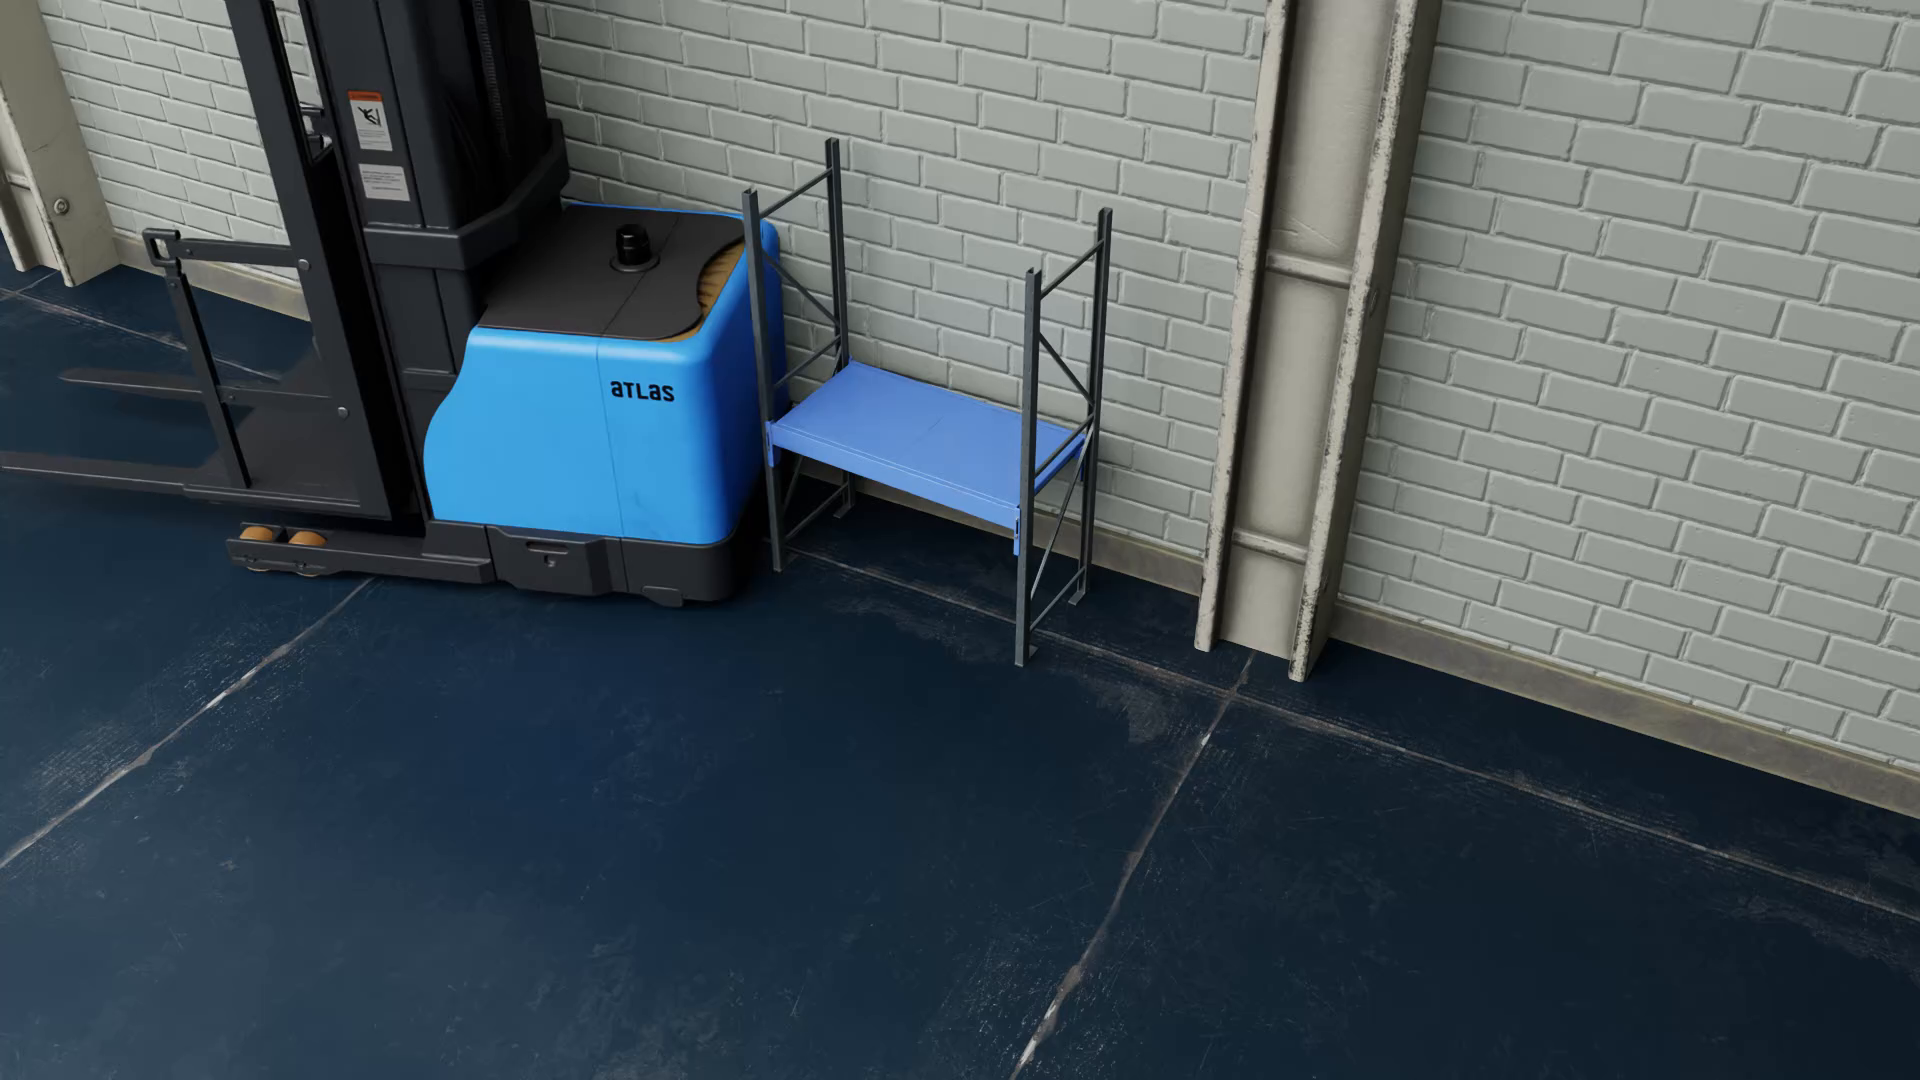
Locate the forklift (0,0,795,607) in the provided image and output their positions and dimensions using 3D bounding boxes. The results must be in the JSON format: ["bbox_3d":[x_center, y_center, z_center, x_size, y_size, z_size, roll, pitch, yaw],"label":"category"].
[{"bbox_3d":[-2.210,-1.342,5.593,3.031,2.935,1.130,5,38,7],"label":"forklift"}]

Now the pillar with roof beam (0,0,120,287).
[{"bbox_3d":[-6.252,-2.596,2.228,0.400,9.000,9.100,17,41,21],"label":"pillar with roof beam"}]

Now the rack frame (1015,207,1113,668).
[{"bbox_3d":[0.329,-0.296,5.399,0.032,1.500,0.500,20,42,24],"label":"rack frame"}]

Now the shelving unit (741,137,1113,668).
[{"bbox_3d":[-0.107,-0.454,5.607,1.048,1.500,0.538,20,42,24],"label":"shelving unit"}]

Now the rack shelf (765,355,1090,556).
[{"bbox_3d":[-0.107,-0.310,5.716,1.000,0.185,0.538,20,42,24],"label":"rack shelf"}]

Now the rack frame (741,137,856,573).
[{"bbox_3d":[-0.543,-0.612,5.815,0.032,1.500,0.500,20,42,24],"label":"rack frame"}]
